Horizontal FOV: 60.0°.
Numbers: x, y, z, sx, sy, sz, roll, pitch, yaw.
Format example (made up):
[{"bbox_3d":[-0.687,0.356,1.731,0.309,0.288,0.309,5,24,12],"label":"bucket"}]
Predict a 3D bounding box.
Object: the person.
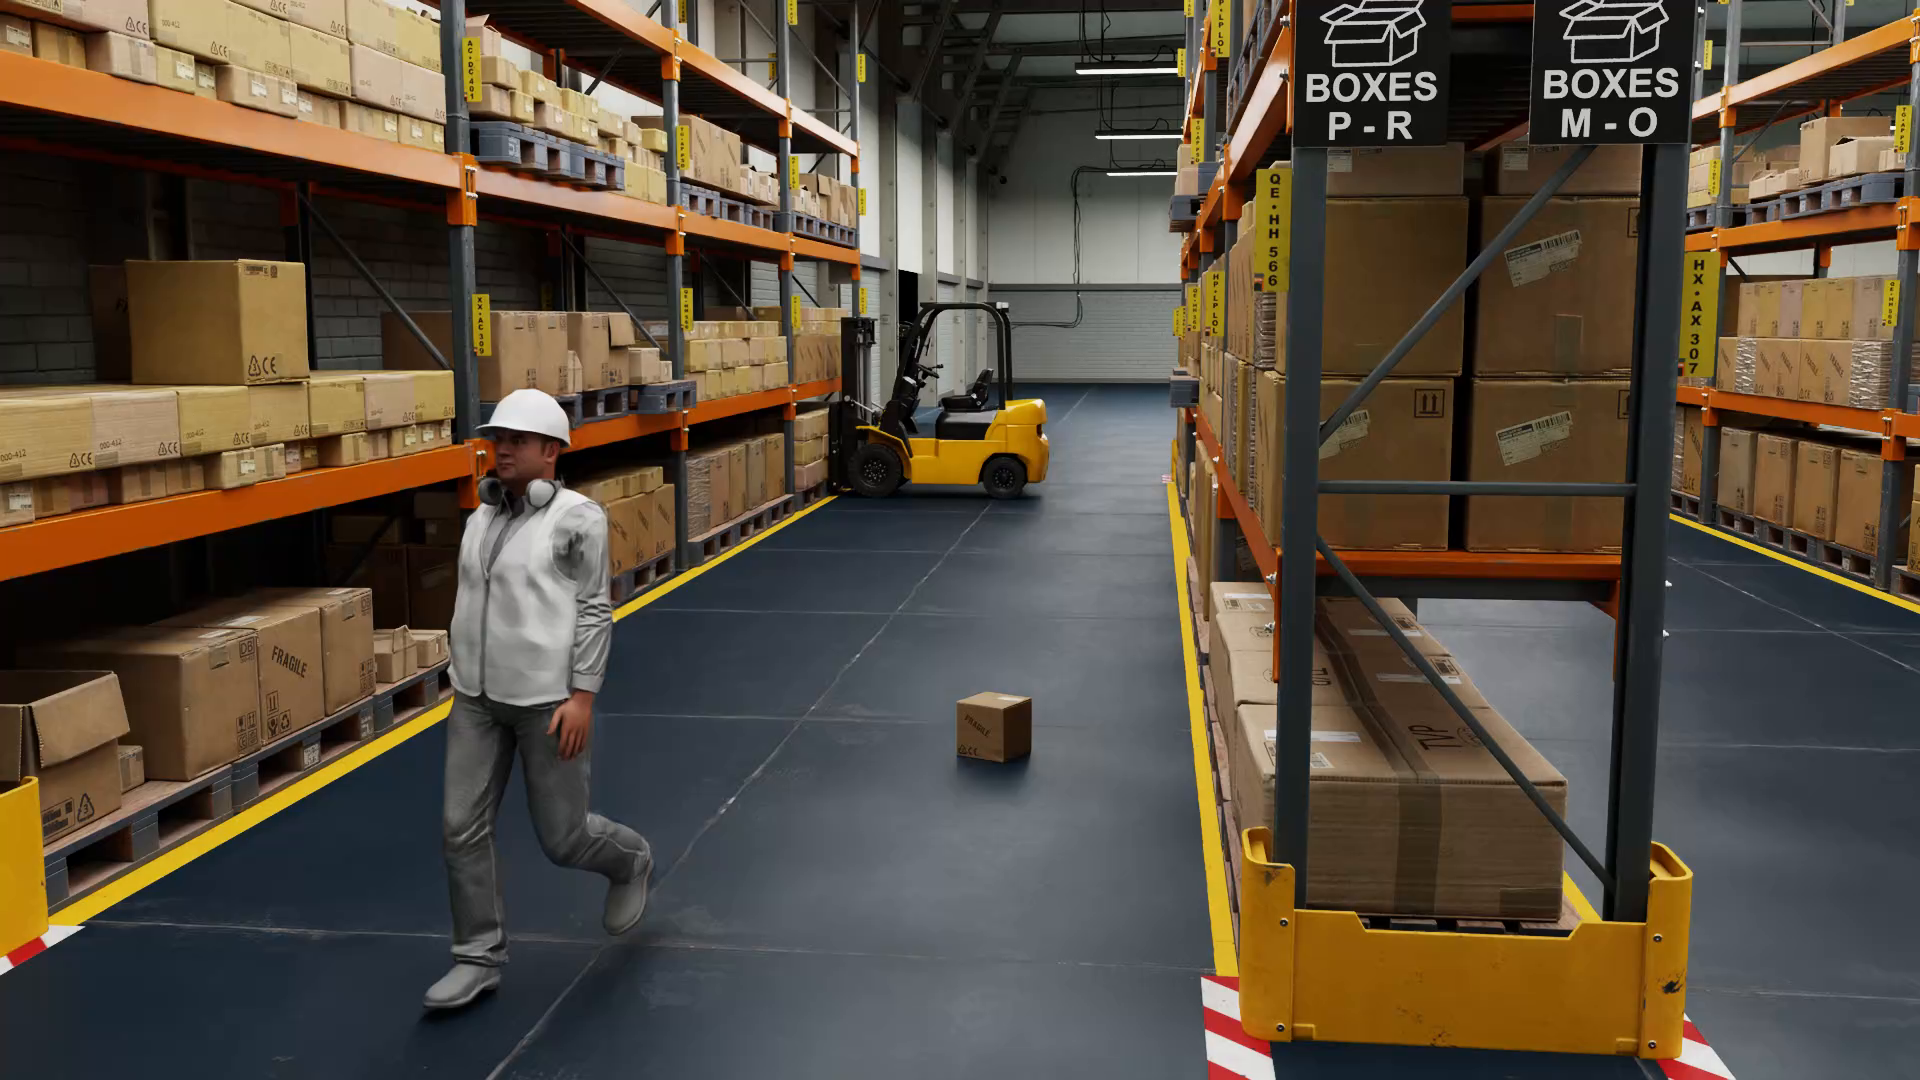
[{"bbox_3d":[-1.240,0.433,4.889,0.539,1.746,0.831,3,8,24],"label":"person"}]
